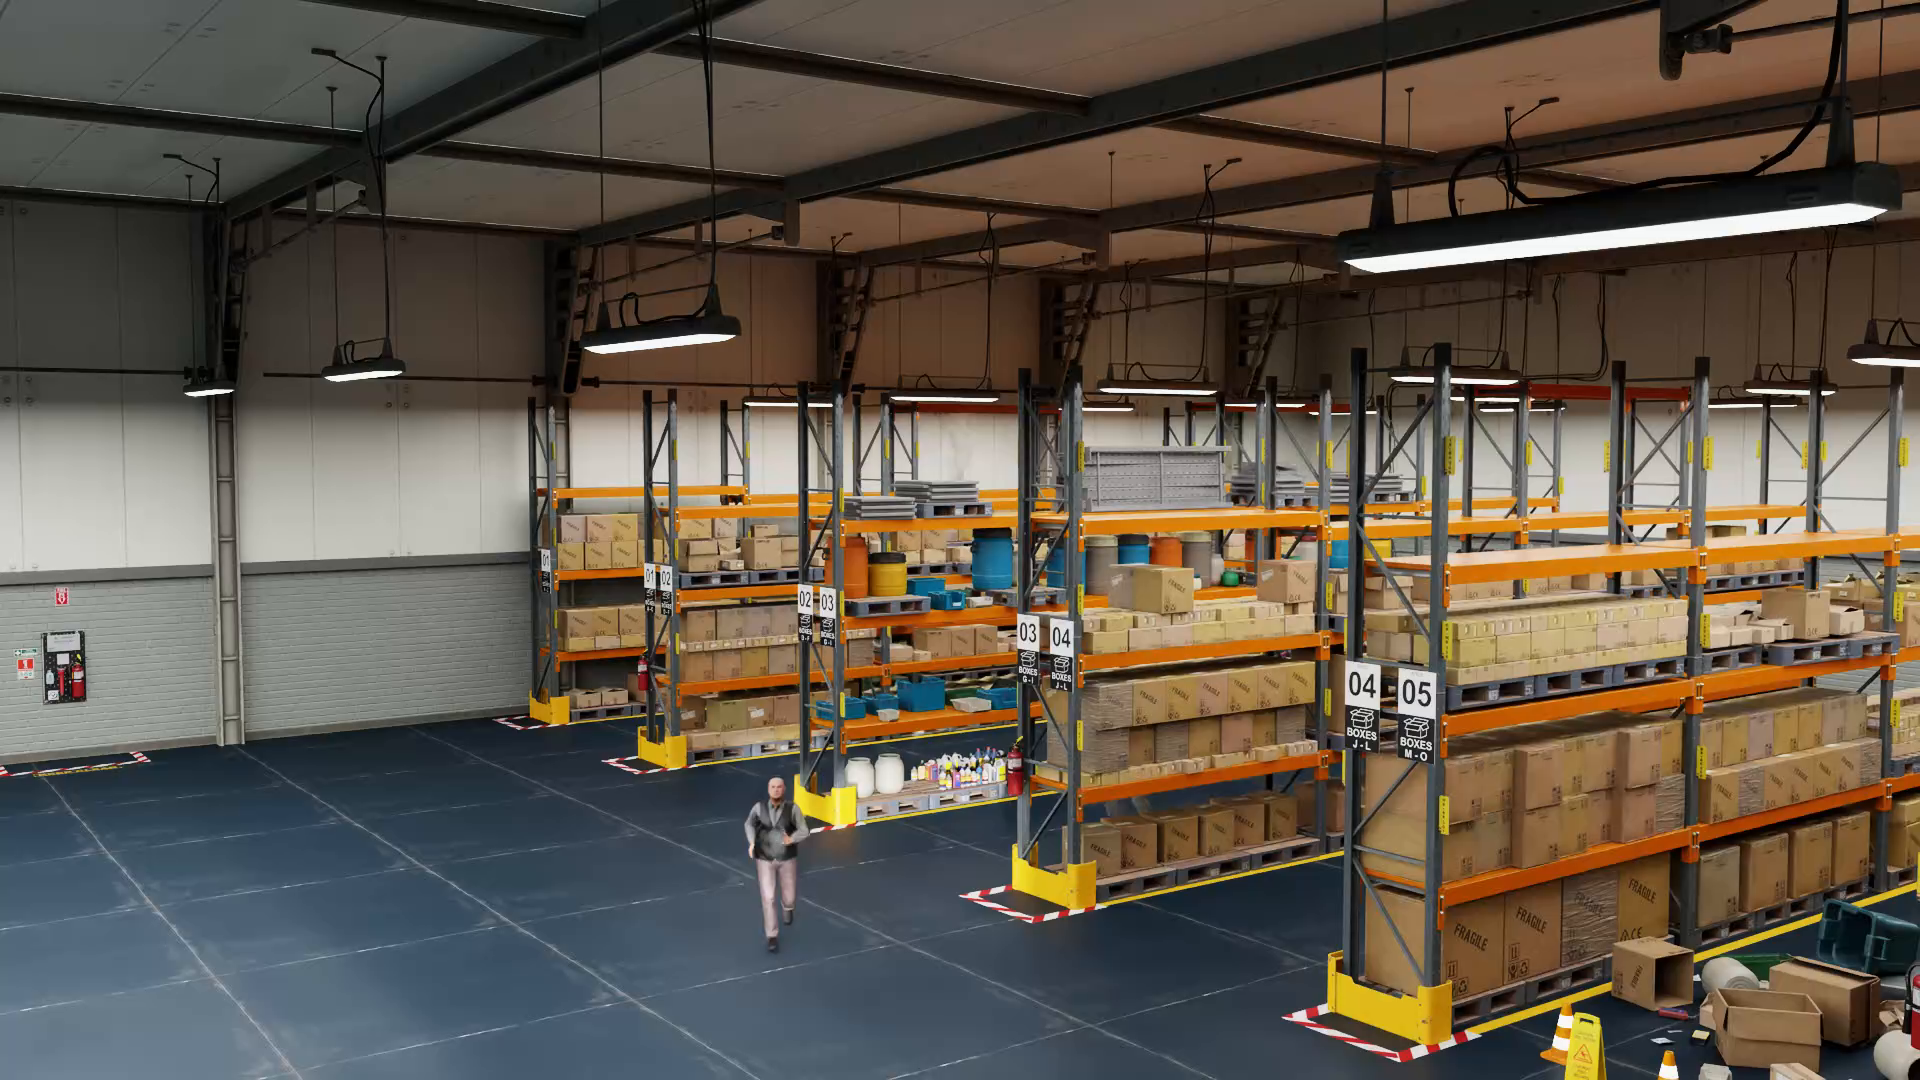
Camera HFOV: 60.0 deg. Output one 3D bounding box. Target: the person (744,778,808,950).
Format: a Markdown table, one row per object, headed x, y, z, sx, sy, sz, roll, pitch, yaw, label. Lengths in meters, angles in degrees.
| x | y | z | sx | sy | sz | roll | pitch | yaw | label |
| --- | --- | --- | --- | --- | --- | --- | --- | --- | --- |
| -1.898 | 3.299 | 17.174 | 0.669 | 1.697 | 0.875 | 0 | 3 | -4 | person |

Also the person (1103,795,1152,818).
| x | y | z | sx | sy | sz | roll | pitch | yaw | label |
| --- | --- | --- | --- | --- | --- | --- | --- | --- | --- |
| 2.229 | 3.025 | 21.590 | 0.803 | 1.837 | 0.636 | -3 | 4 | -41 | person |

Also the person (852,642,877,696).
| x | y | z | sx | sy | sz | roll | pitch | yaw | label |
| --- | --- | --- | --- | --- | --- | --- | --- | --- | --- |
| -1.891 | 2.439 | 31.056 | 0.648 | 1.749 | 0.659 | -3 | 4 | -39 | person |
